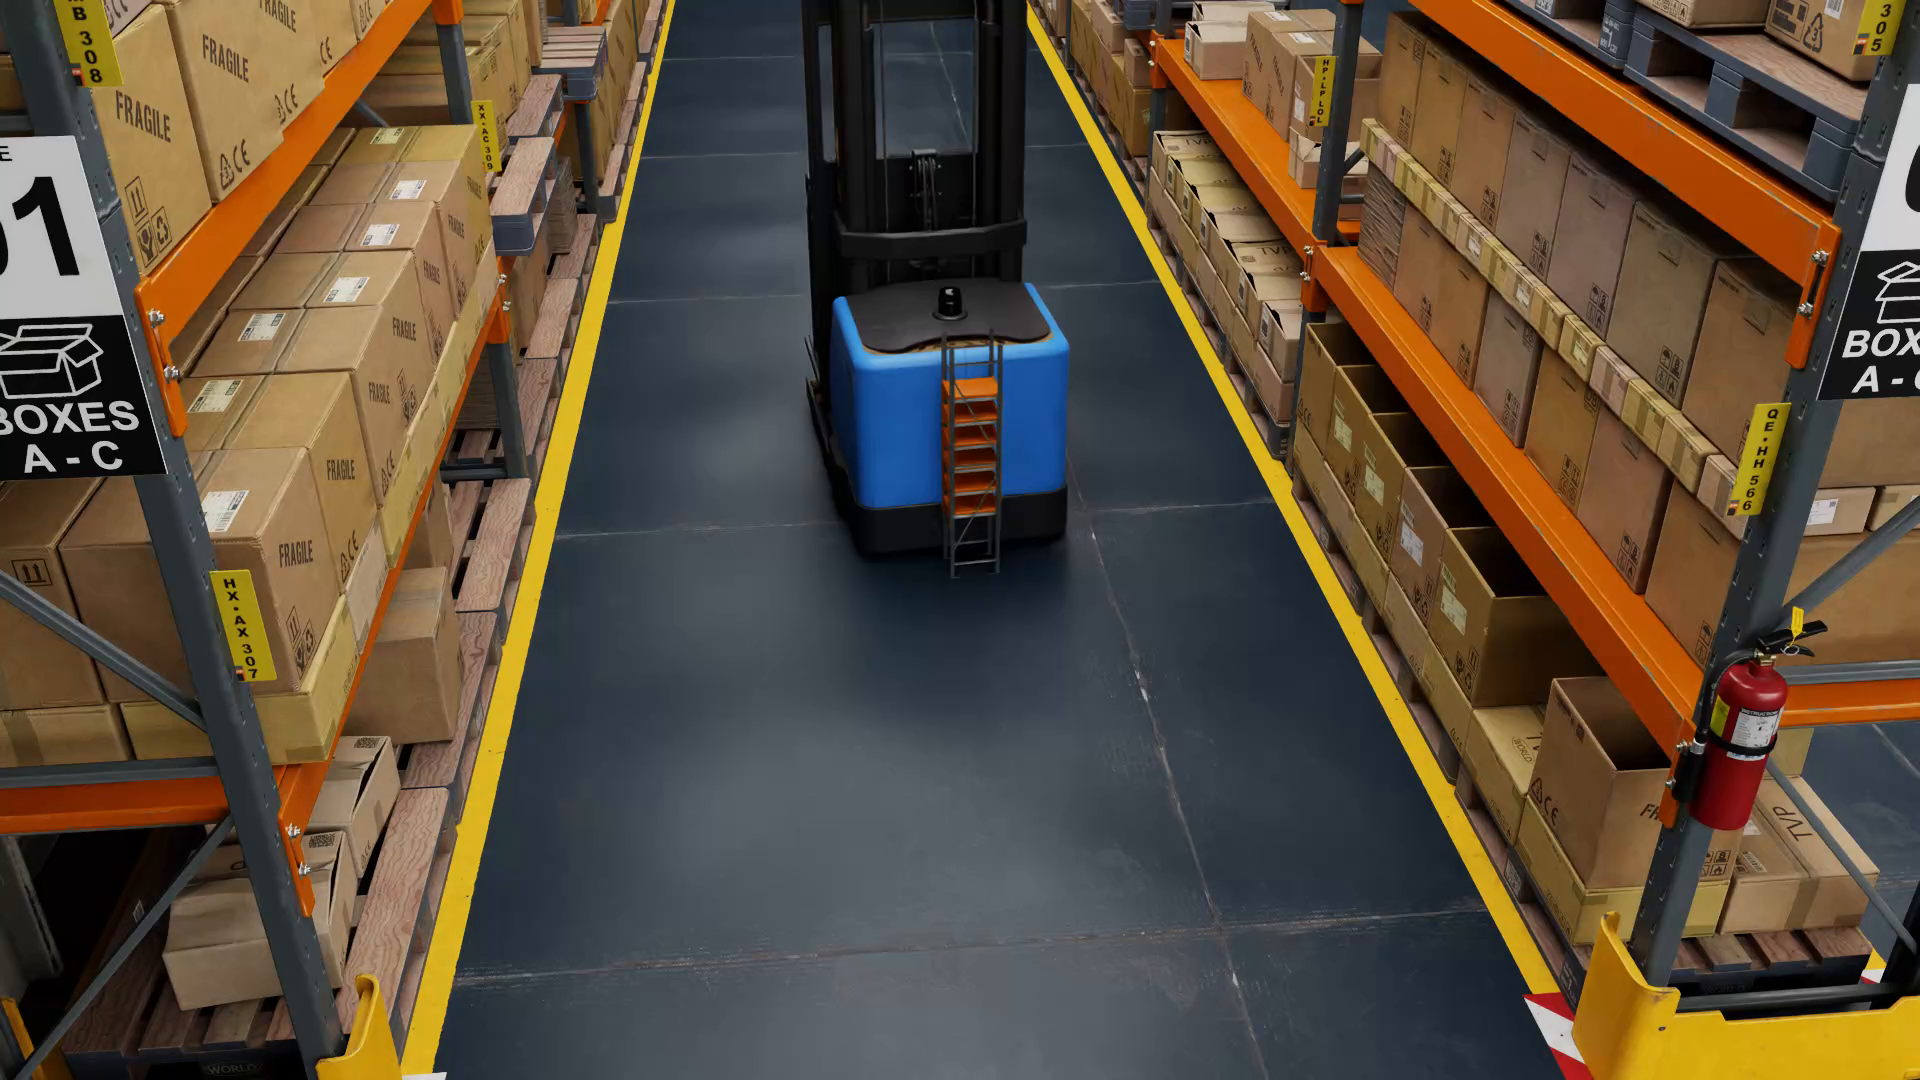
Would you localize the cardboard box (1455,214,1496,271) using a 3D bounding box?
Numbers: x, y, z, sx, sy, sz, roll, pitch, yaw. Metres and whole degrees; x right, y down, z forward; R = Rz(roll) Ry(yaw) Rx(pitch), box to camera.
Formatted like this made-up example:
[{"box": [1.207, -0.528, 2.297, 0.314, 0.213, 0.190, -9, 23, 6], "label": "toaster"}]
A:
[{"box": [2.197, -1.186, 6.580, 0.380, 0.149, 0.250, -4, 31, -6], "label": "cardboard box"}]

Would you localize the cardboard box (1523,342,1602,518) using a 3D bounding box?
[{"box": [2.488, -0.430, 5.947, 0.700, 0.500, 0.500, -3, 31, -4], "label": "cardboard box"}]

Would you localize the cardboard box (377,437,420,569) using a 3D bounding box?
[{"box": [-2.152, -0.120, 5.653, 0.500, 0.250, 0.500, -3, 31, -5], "label": "cardboard box"}]

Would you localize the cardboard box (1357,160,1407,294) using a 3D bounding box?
[{"box": [2.288, -1.485, 7.714, 0.700, 0.500, 0.500, -4, 31, -6], "label": "cardboard box"}]

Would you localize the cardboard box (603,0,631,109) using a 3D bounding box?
[{"box": [-3.163, -3.992, 13.694, 0.750, 0.750, 0.750, -2, 31, -3], "label": "cardboard box"}]

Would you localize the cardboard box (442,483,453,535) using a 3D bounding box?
[{"box": [-2.612, -0.130, 7.876, 0.380, 0.166, 0.250, -7, 32, -11], "label": "cardboard box"}]

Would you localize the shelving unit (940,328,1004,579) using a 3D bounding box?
[{"box": [0.054, -0.386, 7.726, 0.258, 1.200, 0.189, -6, 31, -10], "label": "shelving unit"}]

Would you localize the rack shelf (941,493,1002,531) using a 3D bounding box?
[{"box": [0.054, -0.142, 7.872, 0.258, 0.103, 0.180, -6, 31, -10], "label": "rack shelf"}]

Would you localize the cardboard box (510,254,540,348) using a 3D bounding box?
[{"box": [-2.883, -1.444, 9.751, 0.700, 0.500, 0.500, -2, 31, -4], "label": "cardboard box"}]

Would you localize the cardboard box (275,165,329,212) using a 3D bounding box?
[{"box": [-2.811, -1.181, 6.698, 0.500, 0.500, 0.500, -3, 31, -5], "label": "cardboard box"}]

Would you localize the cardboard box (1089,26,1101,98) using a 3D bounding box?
[{"box": [1.395, -4.083, 14.168, 0.500, 0.500, 0.500, -2, 31, -4], "label": "cardboard box"}]

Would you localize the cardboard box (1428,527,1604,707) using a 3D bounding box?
[{"box": [2.159, 0.283, 6.392, 0.500, 0.500, 0.500, -3, 31, -5], "label": "cardboard box"}]

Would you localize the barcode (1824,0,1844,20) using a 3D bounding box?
[{"box": [2.105, -1.294, 4.000, 0.001, 0.075, 0.075, -3, 31, -5], "label": "barcode"}]

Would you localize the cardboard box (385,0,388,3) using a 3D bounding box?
[{"box": [-2.364, -2.264, 6.072, 0.500, 0.500, 0.500, -5, 31, -9], "label": "cardboard box"}]

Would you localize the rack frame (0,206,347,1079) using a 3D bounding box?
[{"box": [-2.318, 0.613, 4.299, 1.000, 3.000, 0.127, -3, 31, -5], "label": "rack frame"}]

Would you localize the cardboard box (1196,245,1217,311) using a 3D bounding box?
[{"box": [1.773, -1.645, 10.351, 0.500, 0.250, 0.500, -2, 31, -4], "label": "cardboard box"}]

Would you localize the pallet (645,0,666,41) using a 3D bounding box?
[{"box": [-3.550, -5.333, 16.972, 1.003, 0.211, 1.213, -3, 31, -5], "label": "pallet"}]

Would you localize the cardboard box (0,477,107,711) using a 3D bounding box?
[{"box": [-2.574, 0.116, 4.525, 0.500, 0.500, 0.500, -3, 31, -5], "label": "cardboard box"}]

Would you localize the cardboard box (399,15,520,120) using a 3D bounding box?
[{"box": [-2.843, -2.543, 9.055, 0.700, 0.500, 0.500, 1, 31, 2], "label": "cardboard box"}]

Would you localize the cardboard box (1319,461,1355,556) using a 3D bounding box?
[{"box": [2.023, -0.161, 7.867, 0.500, 0.250, 0.500, -3, 31, -5], "label": "cardboard box"}]

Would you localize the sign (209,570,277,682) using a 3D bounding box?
[{"box": [-1.778, 0.215, 4.120, 0.100, 0.325, 0.005, -3, 31, -5], "label": "sign"}]

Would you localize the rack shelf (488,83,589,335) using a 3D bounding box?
[{"box": [-2.879, -2.141, 9.612, 1.077, 0.370, 4.000, -3, 31, -5], "label": "rack shelf"}]

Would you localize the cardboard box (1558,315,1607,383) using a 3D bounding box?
[{"box": [2.292, -0.660, 5.700, 0.380, 0.149, 0.250, -2, 31, -3], "label": "cardboard box"}]

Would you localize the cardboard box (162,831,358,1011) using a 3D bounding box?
[{"box": [-2.293, 1.221, 5.474, 0.500, 0.311, 0.500, -6, 31, -10], "label": "cardboard box"}]

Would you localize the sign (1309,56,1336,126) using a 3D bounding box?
[{"box": [1.700, -2.101, 7.790, 0.100, 0.325, 0.005, -3, 31, -5], "label": "sign"}]

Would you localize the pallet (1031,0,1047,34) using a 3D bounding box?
[{"box": [1.312, -5.531, 17.304, 1.003, 0.211, 1.213, -3, 31, -5], "label": "pallet"}]

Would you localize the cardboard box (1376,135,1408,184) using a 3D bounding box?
[{"box": [2.096, -1.715, 7.466, 0.380, 0.149, 0.250, -2, 31, -4], "label": "cardboard box"}]

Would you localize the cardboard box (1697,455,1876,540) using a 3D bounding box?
[{"box": [2.388, -0.134, 4.818, 0.380, 0.149, 0.250, -3, 31, -5], "label": "cardboard box"}]

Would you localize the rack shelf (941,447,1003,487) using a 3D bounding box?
[{"box": [0.054, -0.348, 7.749, 0.258, 0.103, 0.180, -6, 31, -10], "label": "rack shelf"}]

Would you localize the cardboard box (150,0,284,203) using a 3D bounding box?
[{"box": [-2.115, -1.185, 4.266, 0.500, 0.500, 0.500, -1, 31, -1], "label": "cardboard box"}]

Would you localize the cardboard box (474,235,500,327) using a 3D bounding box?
[{"box": [-2.346, -1.146, 7.370, 0.500, 0.250, 0.500, -3, 31, -4], "label": "cardboard box"}]

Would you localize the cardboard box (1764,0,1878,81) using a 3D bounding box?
[{"box": [2.564, -1.492, 4.251, 0.797, 0.503, 0.637, -1, 31, -1], "label": "cardboard box"}]

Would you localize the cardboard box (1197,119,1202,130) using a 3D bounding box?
[{"box": [2.054, -3.339, 12.924, 0.500, 0.500, 0.500, -4, 31, -6], "label": "cardboard box"}]

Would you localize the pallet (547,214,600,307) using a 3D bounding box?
[{"box": [-2.994, -1.875, 11.184, 1.003, 0.211, 1.213, -3, 31, -5], "label": "pallet"}]

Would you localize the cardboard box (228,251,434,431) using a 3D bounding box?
[{"box": [-2.202, -0.691, 5.877, 0.500, 0.500, 0.500, -2, 31, -3], "label": "cardboard box"}]

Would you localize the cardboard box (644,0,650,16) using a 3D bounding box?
[{"box": [-3.497, -5.526, 16.605, 0.700, 0.500, 0.500, -2, 31, -3], "label": "cardboard box"}]

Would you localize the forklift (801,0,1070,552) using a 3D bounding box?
[{"box": [-0.265, -1.941, 8.641, 1.130, 2.935, 3.031, -6, 31, -10], "label": "forklift"}]

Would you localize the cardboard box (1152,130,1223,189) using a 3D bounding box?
[{"box": [1.623, -2.670, 11.519, 0.500, 0.311, 0.500, -2, 31, -3], "label": "cardboard box"}]

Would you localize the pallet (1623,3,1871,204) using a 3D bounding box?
[{"box": [2.573, -1.238, 4.559, 1.003, 0.211, 1.213, -3, 31, -5], "label": "pallet"}]

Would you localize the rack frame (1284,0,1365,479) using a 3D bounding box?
[{"box": [2.240, -1.668, 8.118, 1.000, 3.000, 0.127, -3, 31, -5], "label": "rack frame"}]

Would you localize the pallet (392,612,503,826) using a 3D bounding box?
[{"box": [-2.477, 0.733, 6.816, 1.003, 0.211, 1.213, -3, 31, -5], "label": "pallet"}]

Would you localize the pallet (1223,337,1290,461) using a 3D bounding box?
[{"box": [2.132, -0.846, 9.460, 1.003, 0.211, 1.213, -3, 31, -5], "label": "pallet"}]

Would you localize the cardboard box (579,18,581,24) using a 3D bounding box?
[{"box": [-2.881, -3.680, 11.712, 0.380, 0.149, 0.250, -2, 31, -4], "label": "cardboard box"}]

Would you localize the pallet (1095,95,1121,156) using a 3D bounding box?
[{"box": [1.723, -3.518, 13.934, 1.003, 0.211, 1.213, -3, 31, -5], "label": "pallet"}]

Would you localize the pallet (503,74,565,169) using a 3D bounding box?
[{"box": [-2.840, -2.380, 9.497, 1.003, 0.211, 1.213, -3, 31, -5], "label": "pallet"}]

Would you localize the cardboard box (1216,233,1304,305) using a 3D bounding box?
[{"box": [1.817, -1.622, 9.766, 0.500, 0.311, 0.500, -3, 31, -5], "label": "cardboard box"}]

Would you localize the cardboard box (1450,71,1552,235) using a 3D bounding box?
[{"box": [2.382, -1.528, 6.521, 0.700, 0.500, 0.500, -3, 31, -5], "label": "cardboard box"}]

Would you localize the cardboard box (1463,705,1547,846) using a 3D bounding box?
[{"box": [2.211, 0.860, 6.158, 0.500, 0.250, 0.500, -3, 31, -5], "label": "cardboard box"}]

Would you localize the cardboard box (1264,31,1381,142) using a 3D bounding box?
[{"box": [2.088, -2.629, 9.629, 0.500, 0.500, 0.500, -3, 31, -5], "label": "cardboard box"}]

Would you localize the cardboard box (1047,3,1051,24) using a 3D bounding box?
[{"box": [1.062, -5.184, 16.354, 0.380, 0.149, 0.250, -3, 31, -5], "label": "cardboard box"}]

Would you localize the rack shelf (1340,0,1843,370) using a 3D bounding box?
[{"box": [2.427, -1.626, 5.824, 1.077, 0.370, 4.000, -3, 31, -5], "label": "rack shelf"}]

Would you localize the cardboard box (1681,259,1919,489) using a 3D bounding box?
[{"box": [2.578, -0.492, 4.786, 0.700, 0.500, 0.500, -3, 31, -4], "label": "cardboard box"}]

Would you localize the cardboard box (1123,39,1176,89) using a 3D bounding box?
[{"box": [1.535, -3.643, 12.701, 0.500, 0.250, 0.500, -2, 31, -3], "label": "cardboard box"}]

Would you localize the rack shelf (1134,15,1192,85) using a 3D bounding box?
[{"box": [1.679, -4.423, 13.431, 1.077, 0.370, 4.000, -3, 31, -5], "label": "rack shelf"}]

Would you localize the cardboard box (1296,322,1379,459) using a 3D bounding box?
[{"box": [1.971, -0.738, 8.102, 0.500, 0.500, 0.500, -3, 31, -5], "label": "cardboard box"}]
